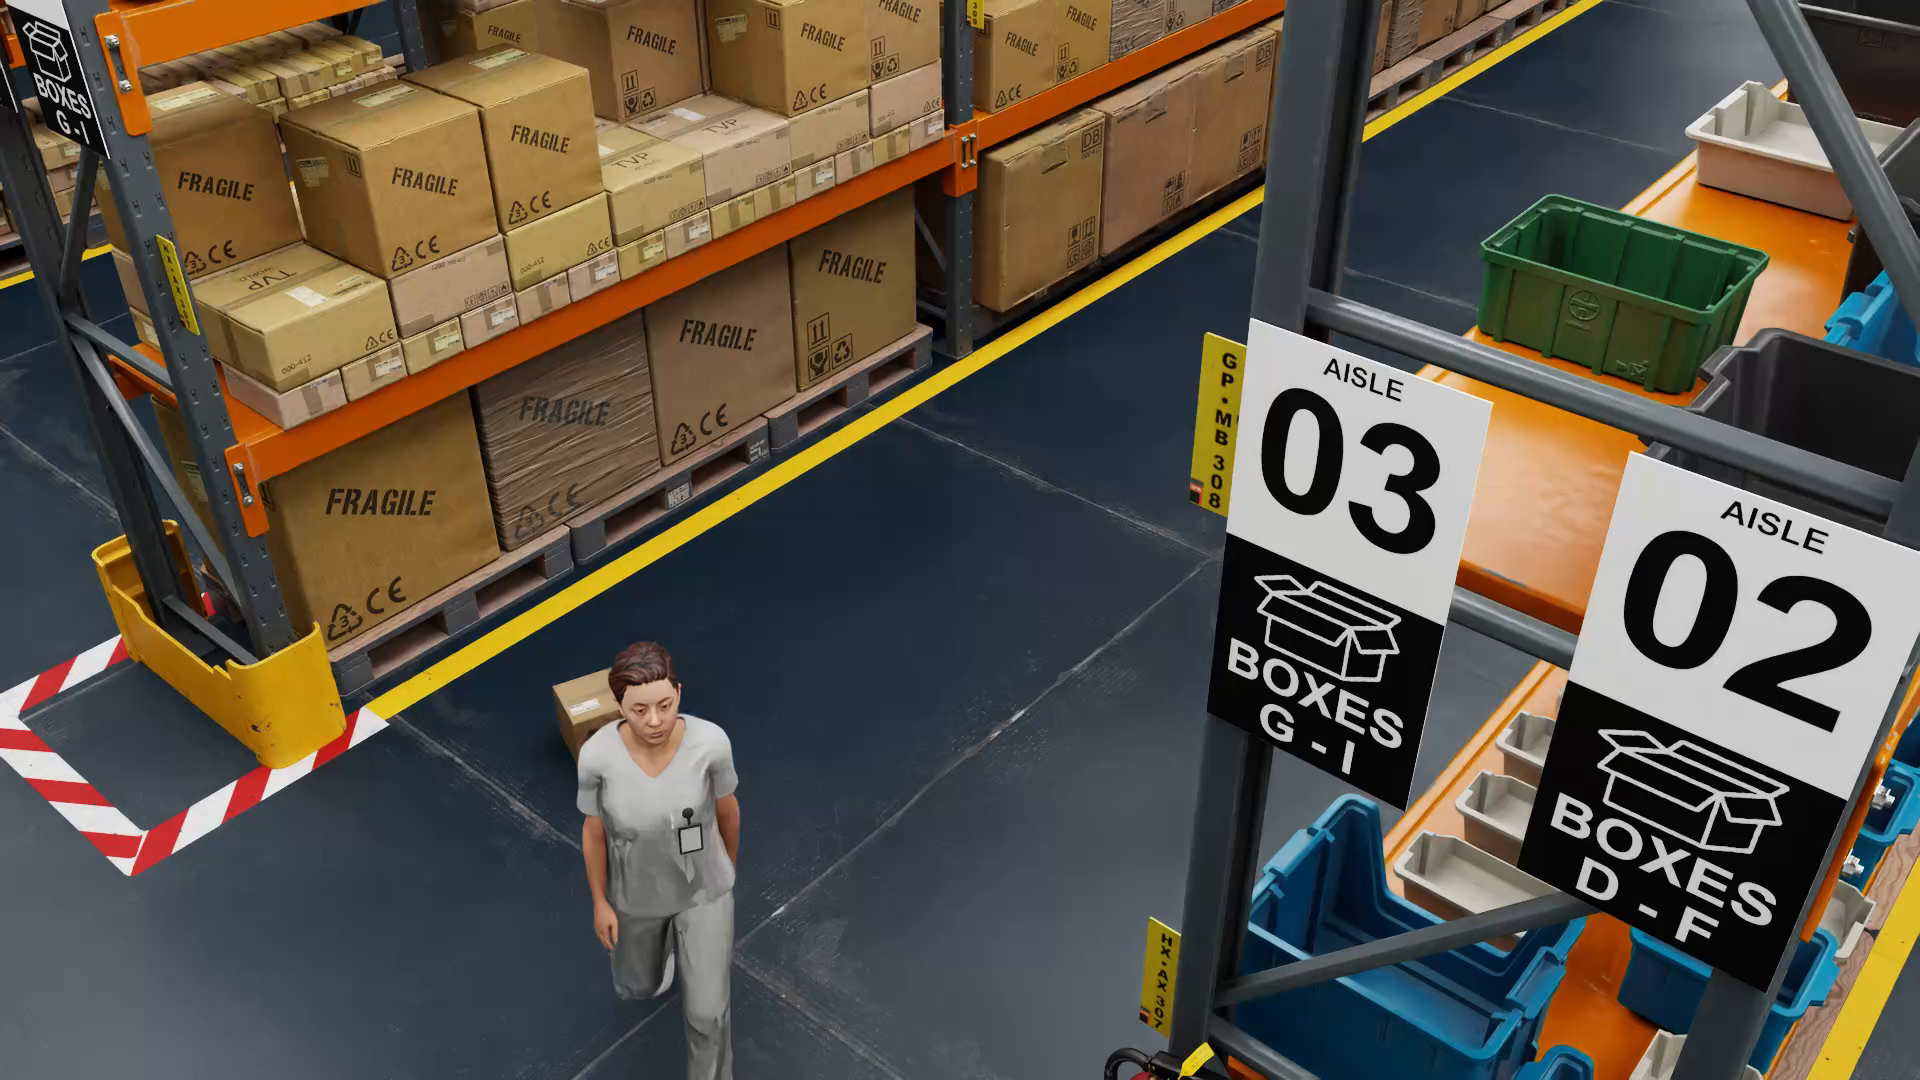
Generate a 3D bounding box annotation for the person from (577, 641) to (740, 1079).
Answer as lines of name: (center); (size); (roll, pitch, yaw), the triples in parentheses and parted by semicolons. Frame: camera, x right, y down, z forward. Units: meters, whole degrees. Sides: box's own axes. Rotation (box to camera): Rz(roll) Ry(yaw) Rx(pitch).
person: (-0.832, 0.955, 4.768); (0.438, 1.640, 0.823); (-4, 35, -6)
